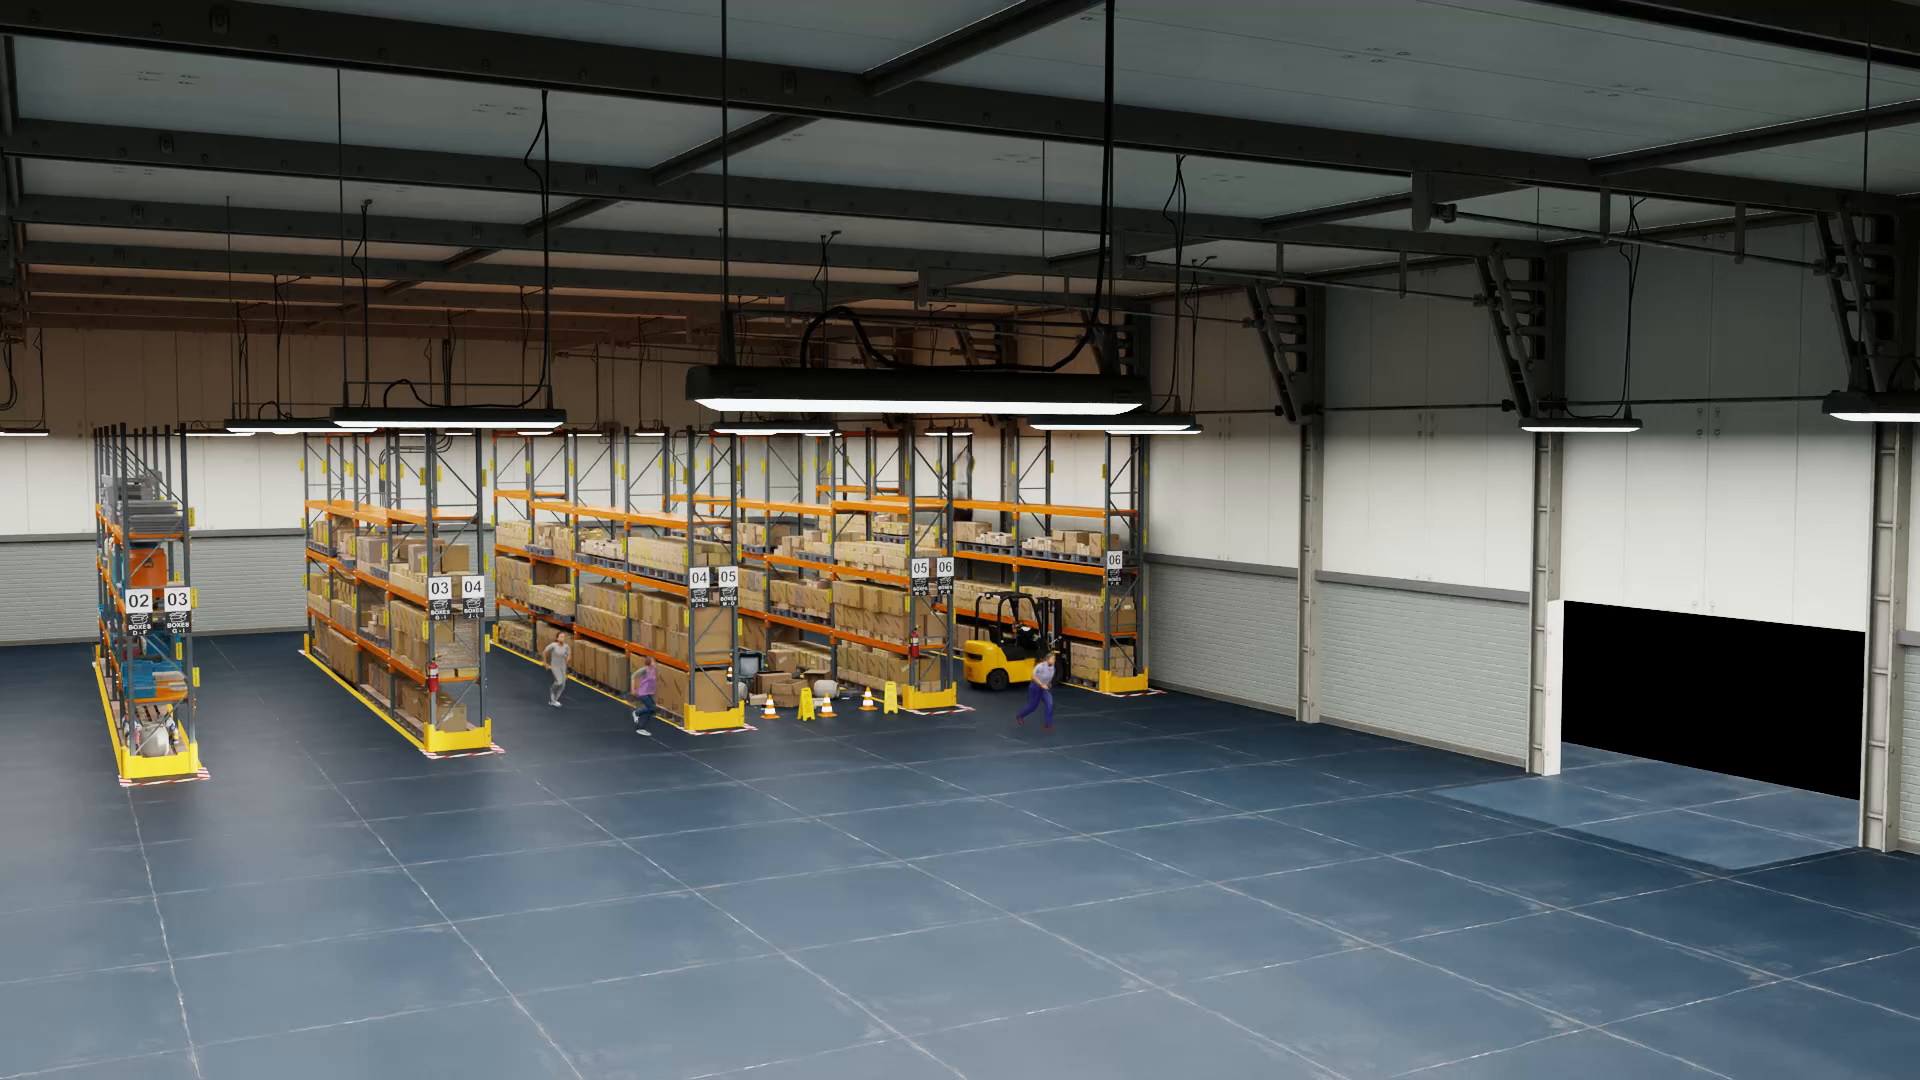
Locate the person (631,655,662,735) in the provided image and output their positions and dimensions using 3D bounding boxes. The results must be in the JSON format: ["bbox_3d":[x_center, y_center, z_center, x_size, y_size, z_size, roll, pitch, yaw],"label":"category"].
[{"bbox_3d":[-6.059,3.011,32.215,0.618,1.550,0.573,2,4,26],"label":"person"}]

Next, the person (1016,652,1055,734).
[{"bbox_3d":[1.516,2.982,32.702,0.954,1.613,0.642,3,4,39],"label":"person"}]

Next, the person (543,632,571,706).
[{"bbox_3d":[-8.566,2.752,35.514,0.557,1.603,0.635,-3,5,-41],"label":"person"}]
